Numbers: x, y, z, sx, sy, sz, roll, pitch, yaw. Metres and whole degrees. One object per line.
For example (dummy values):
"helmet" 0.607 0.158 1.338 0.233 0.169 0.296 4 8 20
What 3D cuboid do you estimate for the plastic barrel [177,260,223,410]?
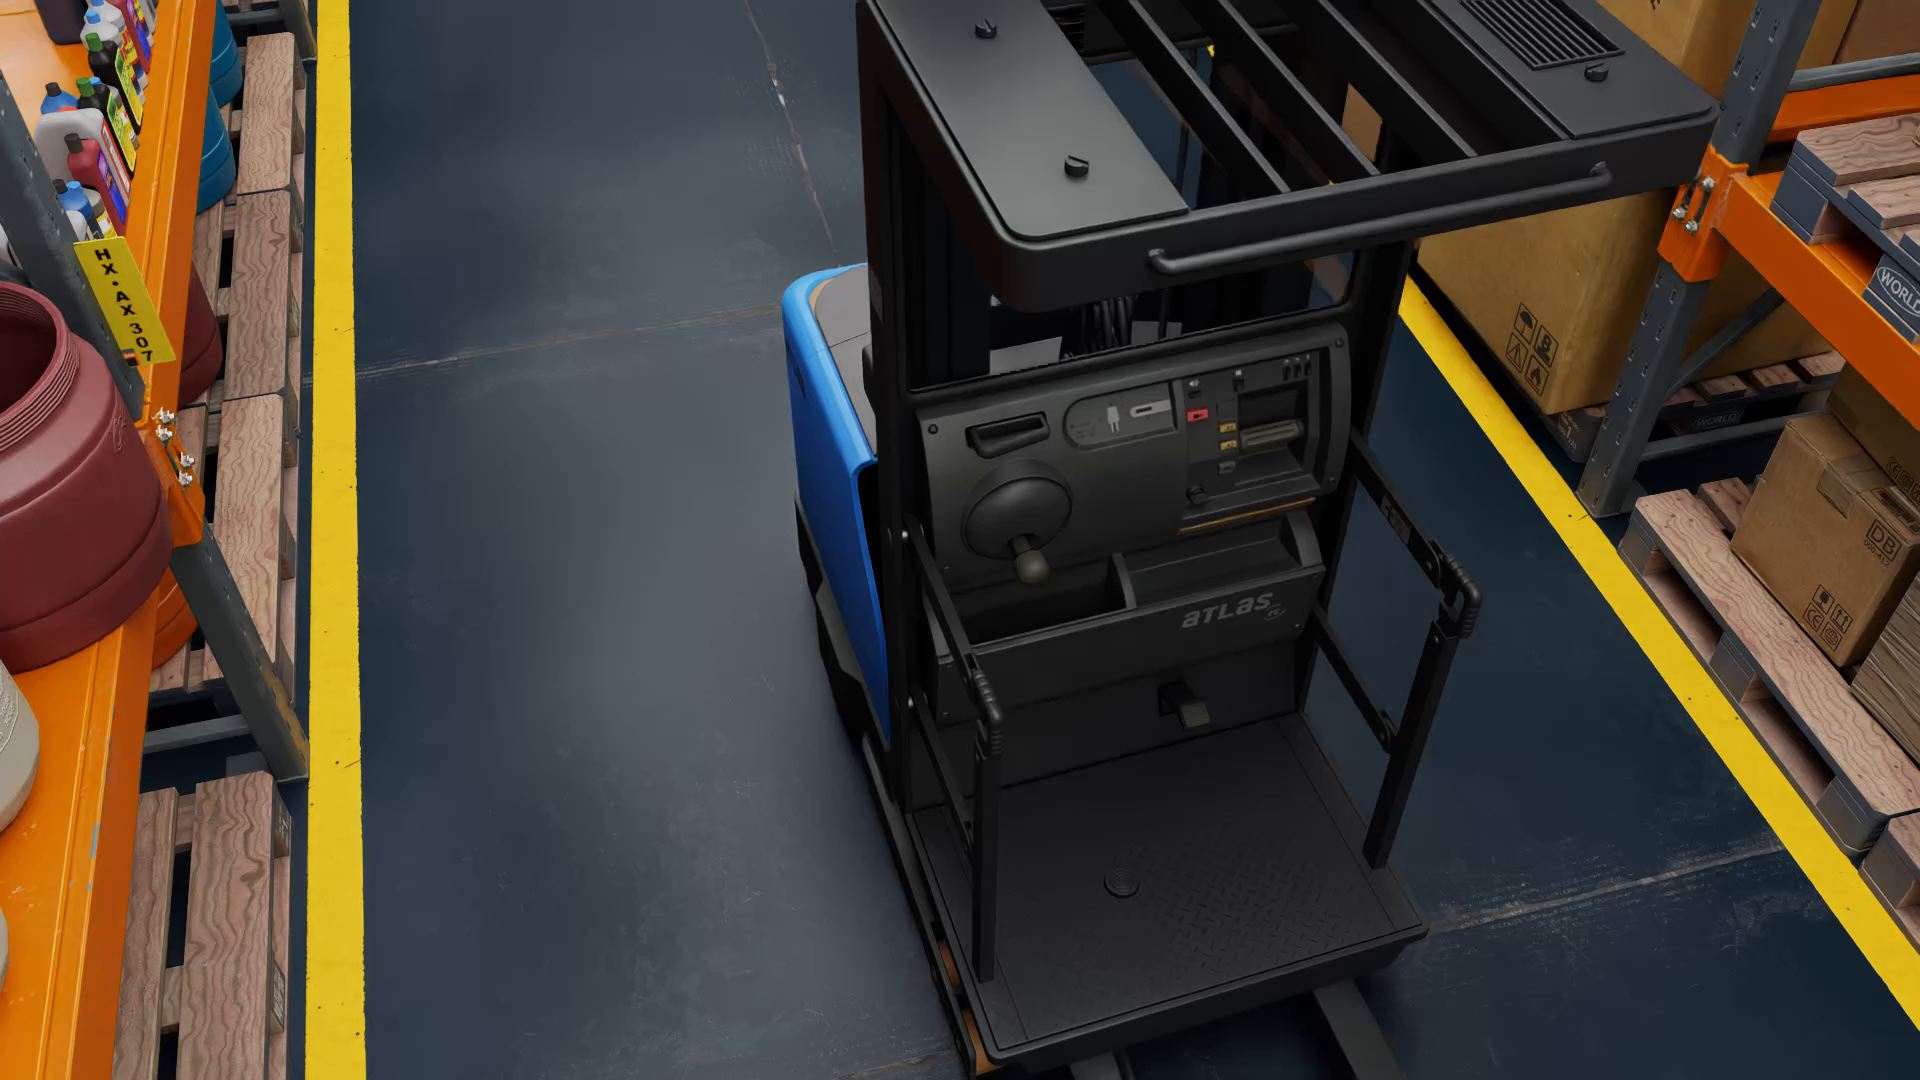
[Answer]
"plastic barrel" -2.729 -0.756 5.285 0.600 0.588 0.708 -11 47 -10

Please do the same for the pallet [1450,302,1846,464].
"pallet" 2.361 -0.826 5.912 1.003 0.211 1.213 -11 47 -10

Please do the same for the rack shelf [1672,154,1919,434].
"rack shelf" 3.002 0.389 3.273 1.077 0.370 4.000 -11 47 -10

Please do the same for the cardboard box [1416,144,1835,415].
"cardboard box" 2.333 -1.128 5.449 1.225 0.875 0.875 -13 47 -12

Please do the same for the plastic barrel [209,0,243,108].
"plastic barrel" -3.199 -2.134 6.416 0.600 0.901 0.708 -11 47 -10

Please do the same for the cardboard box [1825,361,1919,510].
"cardboard box" 2.690 -0.329 4.389 0.500 0.250 0.500 -9 46 -9

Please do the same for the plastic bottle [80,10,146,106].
"plastic bottle" -2.311 -1.307 4.521 0.097 0.271 0.097 0 46 0

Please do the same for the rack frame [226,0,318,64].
"rack frame" -3.322 -3.100 6.188 1.000 3.000 0.127 -11 47 -10

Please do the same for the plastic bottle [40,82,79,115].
"plastic bottle" -2.277 -1.045 4.264 0.097 0.271 0.097 0 46 0

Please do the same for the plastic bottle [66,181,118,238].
"plastic bottle" -2.125 -0.779 4.052 0.097 0.201 0.097 0 46 0

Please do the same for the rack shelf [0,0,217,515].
"rack shelf" -2.810 -1.468 5.092 1.077 0.370 4.000 -11 47 -10

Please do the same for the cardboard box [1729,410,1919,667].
"cardboard box" 2.681 -0.064 4.655 0.700 0.500 0.500 -13 47 -12

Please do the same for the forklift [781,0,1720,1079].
"forklift" 0.441 -0.079 3.275 1.130 2.935 3.031 -13 47 -12

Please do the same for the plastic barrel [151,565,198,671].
"plastic barrel" -2.440 -0.061 4.435 0.600 0.830 0.708 -11 47 -10

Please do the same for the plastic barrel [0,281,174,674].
"plastic barrel" -1.886 -0.121 3.173 0.600 0.536 0.708 -11 47 -10

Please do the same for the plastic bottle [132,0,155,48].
"plastic bottle" -2.395 -1.534 4.743 0.097 0.271 0.097 0 46 0

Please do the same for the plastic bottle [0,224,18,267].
"plastic bottle" -2.243 -0.625 3.849 0.152 0.276 0.135 -11 47 -10

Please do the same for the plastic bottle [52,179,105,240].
"plastic bottle" -2.100 -0.736 3.962 0.097 0.271 0.097 0 46 0

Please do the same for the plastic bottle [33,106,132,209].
"plastic bottle" -2.215 -0.972 4.190 0.152 0.276 0.135 -11 47 -10

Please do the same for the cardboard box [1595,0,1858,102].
"cardboard box" 2.124 -1.574 4.623 0.500 0.500 0.500 -9 46 -9

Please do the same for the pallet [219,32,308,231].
"pallet" -3.165 -1.584 6.654 1.003 0.211 1.213 -11 47 -10

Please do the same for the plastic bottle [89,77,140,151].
"plastic bottle" -2.252 -1.123 4.390 0.097 0.201 0.097 0 46 0

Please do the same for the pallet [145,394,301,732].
"pallet" -2.540 0.101 5.003 1.003 0.211 1.213 -11 47 -10

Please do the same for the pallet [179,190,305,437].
"pallet" -2.849 -0.740 5.827 1.003 0.211 1.213 -11 47 -10

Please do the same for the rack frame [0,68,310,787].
"rack frame" -2.298 -0.339 3.482 1.000 3.000 0.127 -11 47 -10

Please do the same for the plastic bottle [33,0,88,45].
"plastic bottle" -2.601 -1.627 4.779 0.144 0.351 0.185 -11 47 -10

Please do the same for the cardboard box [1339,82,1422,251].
"cardboard box" 2.112 -1.745 6.053 1.225 0.875 0.875 -11 47 -10

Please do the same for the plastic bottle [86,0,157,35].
"plastic bottle" -2.451 -1.610 4.815 0.152 0.276 0.135 -11 47 -10

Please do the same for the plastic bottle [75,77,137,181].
"plastic bottle" -2.205 -1.076 4.286 0.061 0.283 0.133 -11 47 -10

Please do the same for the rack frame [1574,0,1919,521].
"rack frame" 2.490 -1.244 4.369 1.000 3.000 0.127 -11 47 -10

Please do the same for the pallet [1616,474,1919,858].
"pallet" 2.688 0.272 4.836 1.003 0.211 1.213 -11 47 -10

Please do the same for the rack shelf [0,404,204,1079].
"rack shelf" -1.786 1.294 2.385 1.077 0.370 4.000 -11 47 -10

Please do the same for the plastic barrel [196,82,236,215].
"plastic barrel" -3.018 -1.645 5.937 0.600 0.901 0.708 -11 47 -10

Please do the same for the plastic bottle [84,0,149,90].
"plastic bottle" -2.336 -1.374 4.587 0.097 0.271 0.097 0 46 0

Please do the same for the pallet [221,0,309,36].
"pallet" -3.548 -2.625 7.674 1.003 0.211 1.213 -11 47 -10

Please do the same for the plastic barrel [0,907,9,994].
"plastic barrel" -1.720 0.584 2.499 0.421 0.512 0.421 0 46 0

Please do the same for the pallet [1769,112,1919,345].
"pallet" 2.775 -0.704 3.974 1.213 0.211 1.003 -11 47 -10

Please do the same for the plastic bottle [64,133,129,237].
"plastic bottle" -2.136 -0.891 4.104 0.061 0.283 0.133 -11 47 -10

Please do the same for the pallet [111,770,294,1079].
"pallet" -2.137 1.179 3.946 1.003 0.211 1.213 -11 47 -10

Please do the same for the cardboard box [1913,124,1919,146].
"cardboard box" 2.667 -1.061 3.825 0.500 0.500 0.500 -16 48 -15

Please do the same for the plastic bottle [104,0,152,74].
"plastic bottle" -2.348 -1.462 4.664 0.061 0.283 0.133 -11 47 -10

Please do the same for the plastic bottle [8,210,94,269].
"plastic bottle" -2.096 -0.653 3.877 0.152 0.276 0.135 -11 47 -10

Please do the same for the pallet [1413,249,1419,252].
"pallet" 2.052 -1.667 6.736 1.003 0.211 1.213 -11 47 -10

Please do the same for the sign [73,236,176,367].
"sign" -1.768 -0.501 3.527 0.100 0.325 0.005 -11 47 -10

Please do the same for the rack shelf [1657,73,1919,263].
"rack shelf" 1.978 -2.373 5.979 1.077 0.370 4.000 -11 47 -10

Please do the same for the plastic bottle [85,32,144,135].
"plastic bottle" -2.264 -1.235 4.442 0.061 0.283 0.133 -11 47 -10

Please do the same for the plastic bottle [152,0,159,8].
"plastic bottle" -2.489 -1.748 4.897 0.144 0.351 0.185 -11 47 -10

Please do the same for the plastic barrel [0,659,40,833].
"plastic barrel" -1.828 0.294 2.784 0.421 0.512 0.421 0 46 0

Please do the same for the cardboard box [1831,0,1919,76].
"cardboard box" 2.628 -1.664 4.711 0.500 0.500 0.500 -9 46 -9

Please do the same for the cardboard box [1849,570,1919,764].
"cardboard box" 2.835 0.316 4.282 0.700 0.500 0.500 -14 47 -14

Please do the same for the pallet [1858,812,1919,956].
"pallet" 2.997 1.112 4.012 1.003 0.211 1.213 -11 47 -10
